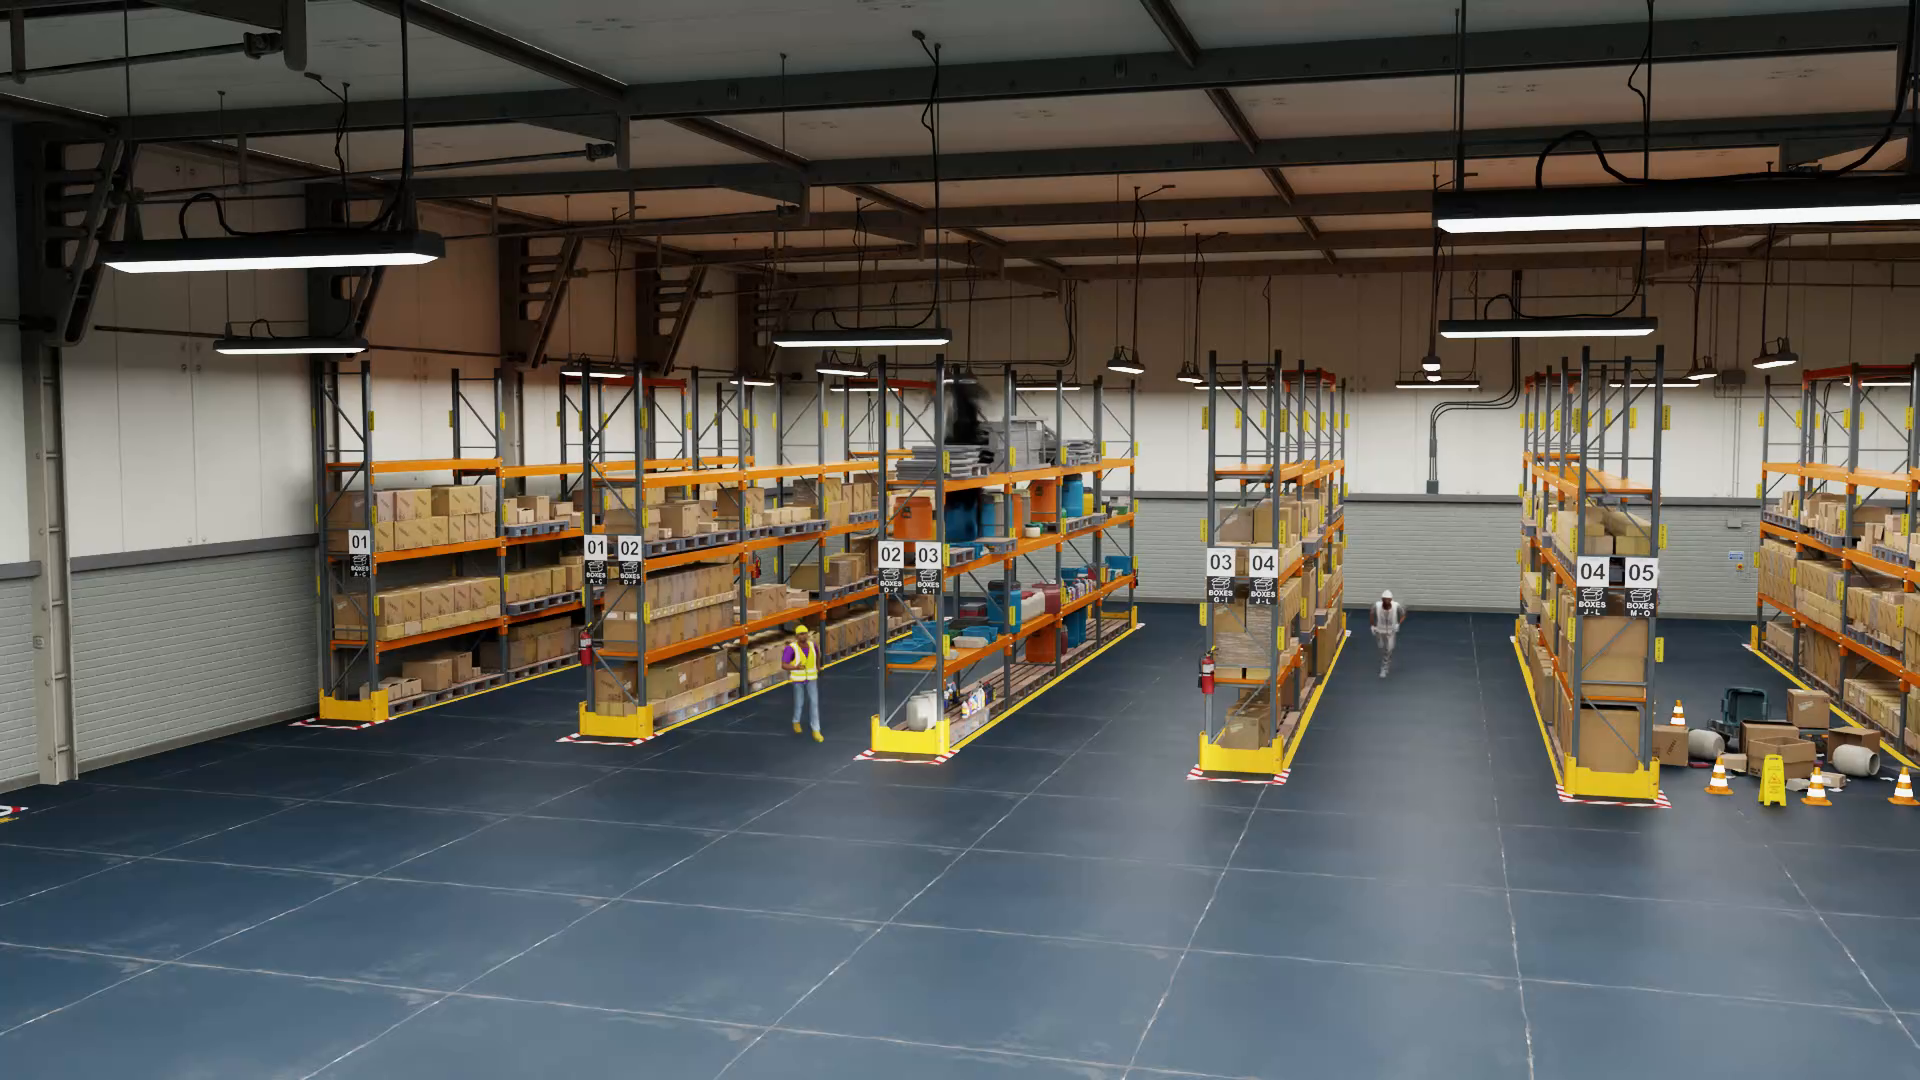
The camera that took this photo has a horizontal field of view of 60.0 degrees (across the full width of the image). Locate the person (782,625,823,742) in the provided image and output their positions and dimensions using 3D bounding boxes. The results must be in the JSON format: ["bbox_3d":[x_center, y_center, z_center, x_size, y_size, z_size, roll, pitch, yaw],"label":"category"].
[{"bbox_3d":[-2.477,2.231,26.183,0.696,1.795,0.922,-2,4,-22],"label":"person"}]

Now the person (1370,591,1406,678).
[{"bbox_3d":[8.414,1.832,32.735,0.681,1.715,0.880,1,4,15],"label":"person"}]
